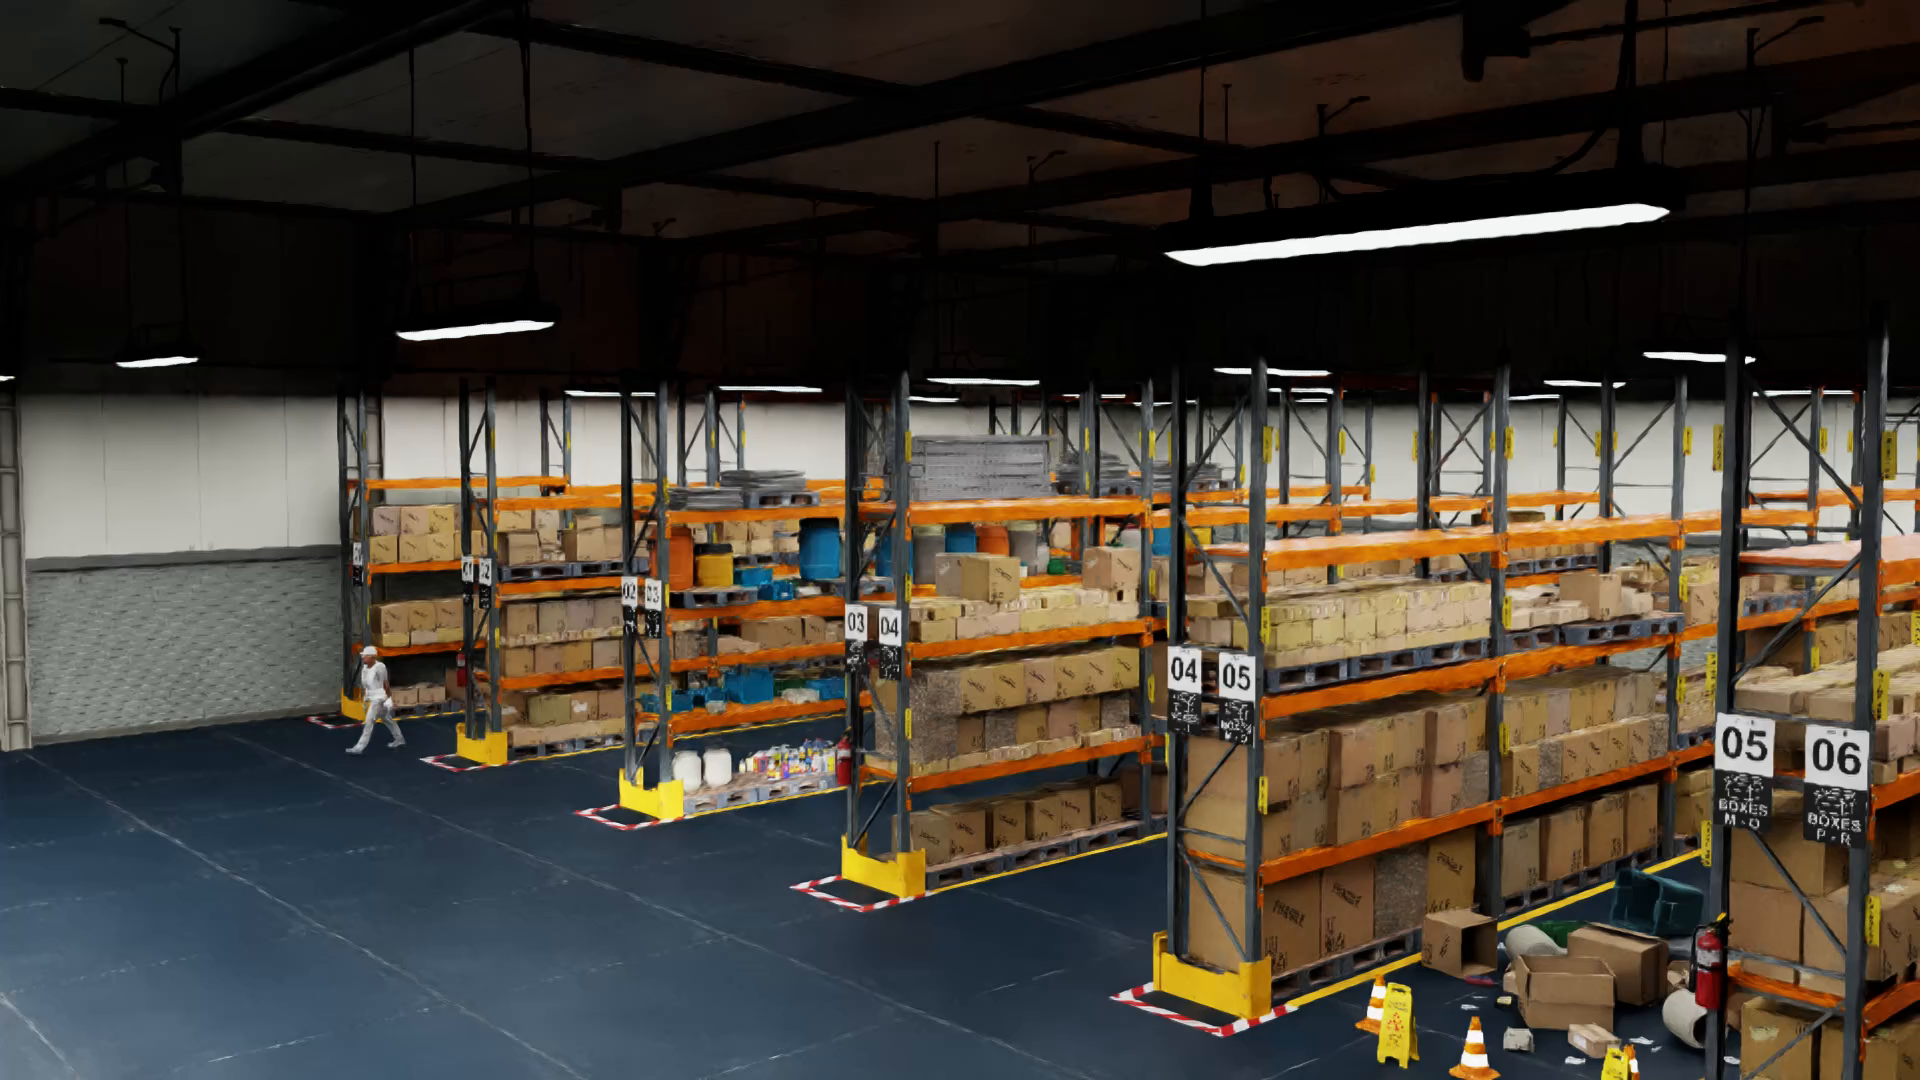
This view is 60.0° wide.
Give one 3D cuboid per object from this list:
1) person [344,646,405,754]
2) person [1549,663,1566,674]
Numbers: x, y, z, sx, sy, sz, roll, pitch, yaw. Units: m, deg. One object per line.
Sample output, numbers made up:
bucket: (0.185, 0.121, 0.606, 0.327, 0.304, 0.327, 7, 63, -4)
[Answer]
person: (-9.440, 2.539, 26.718, 1.114, 1.702, 0.569, -4, 5, -44)
person: (9.036, 2.618, 25.119, 0.447, 1.755, 0.678, 2, 4, 29)
